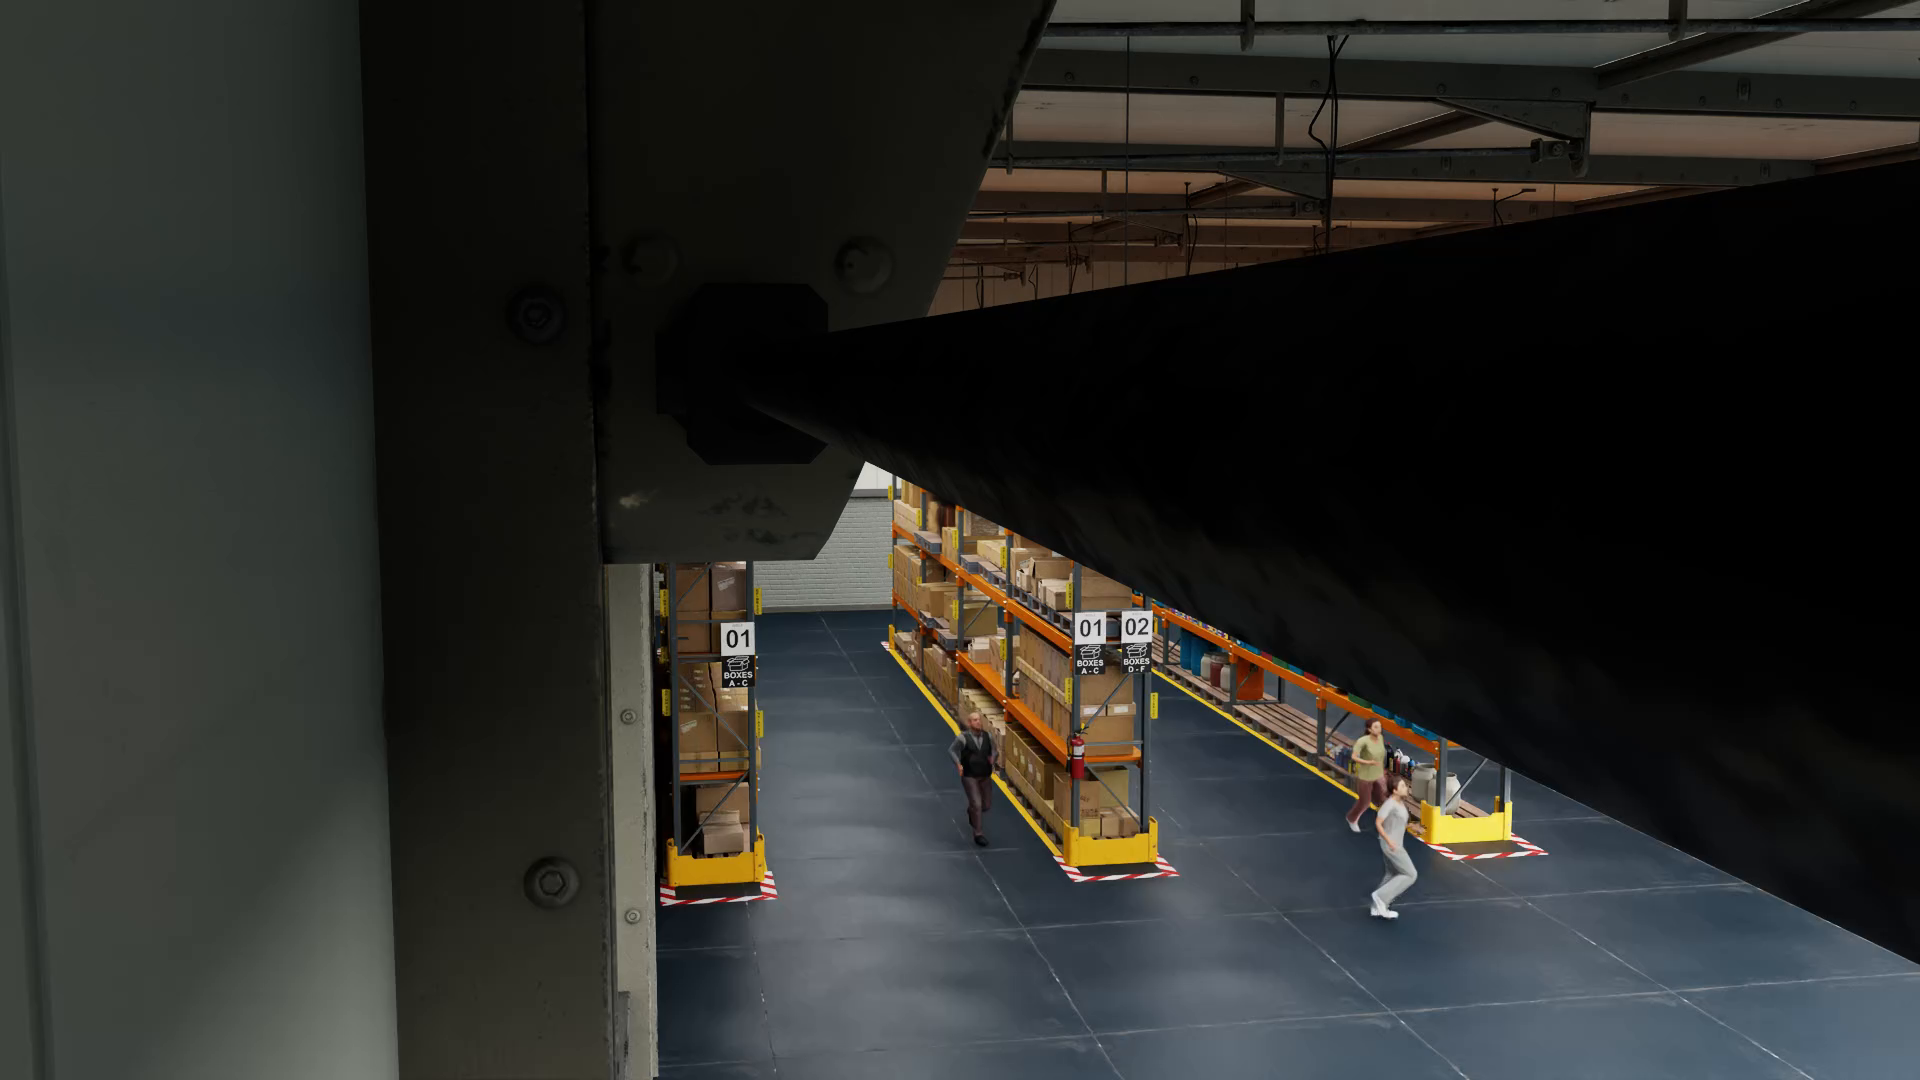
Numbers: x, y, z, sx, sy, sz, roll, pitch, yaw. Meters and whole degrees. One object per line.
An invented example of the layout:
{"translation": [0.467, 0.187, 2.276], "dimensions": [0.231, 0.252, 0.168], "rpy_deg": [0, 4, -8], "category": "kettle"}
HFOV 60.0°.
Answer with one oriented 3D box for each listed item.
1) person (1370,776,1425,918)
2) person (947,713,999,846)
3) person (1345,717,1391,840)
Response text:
{"translation": [4.966, 3.483, 18.856], "dimensions": [0.565, 1.629, 0.550], "rpy_deg": [2, 7, 18], "category": "person"}
{"translation": [0.201, 3.118, 21.945], "dimensions": [0.669, 1.695, 0.868], "rpy_deg": [-2, 7, -22], "category": "person"}
{"translation": [5.382, 3.147, 21.863], "dimensions": [0.607, 1.688, 0.931], "rpy_deg": [-2, 7, -21], "category": "person"}
